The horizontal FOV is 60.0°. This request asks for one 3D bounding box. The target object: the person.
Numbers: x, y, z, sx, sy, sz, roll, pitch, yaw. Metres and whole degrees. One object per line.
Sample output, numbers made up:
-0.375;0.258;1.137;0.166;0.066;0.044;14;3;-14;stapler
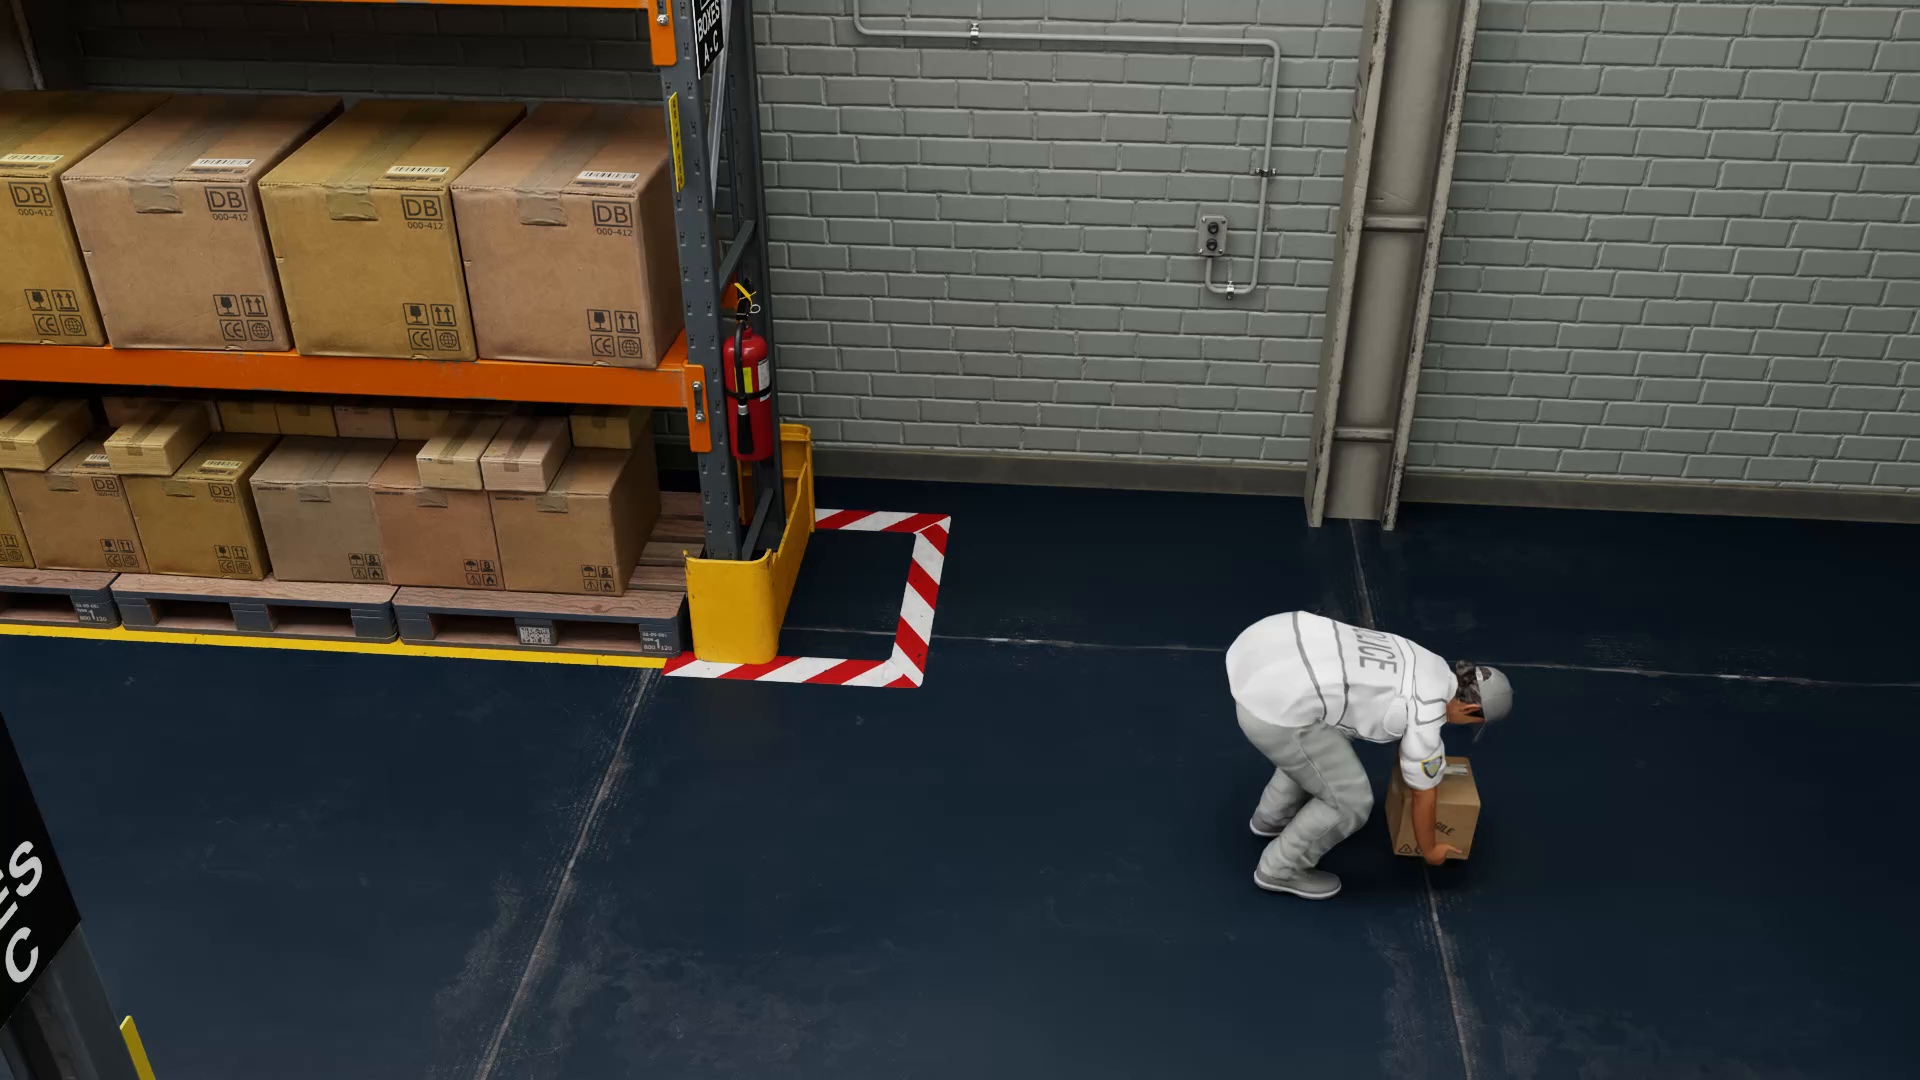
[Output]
1.354;0.717;5.630;0.945;0.990;0.503;1;32;2;person
